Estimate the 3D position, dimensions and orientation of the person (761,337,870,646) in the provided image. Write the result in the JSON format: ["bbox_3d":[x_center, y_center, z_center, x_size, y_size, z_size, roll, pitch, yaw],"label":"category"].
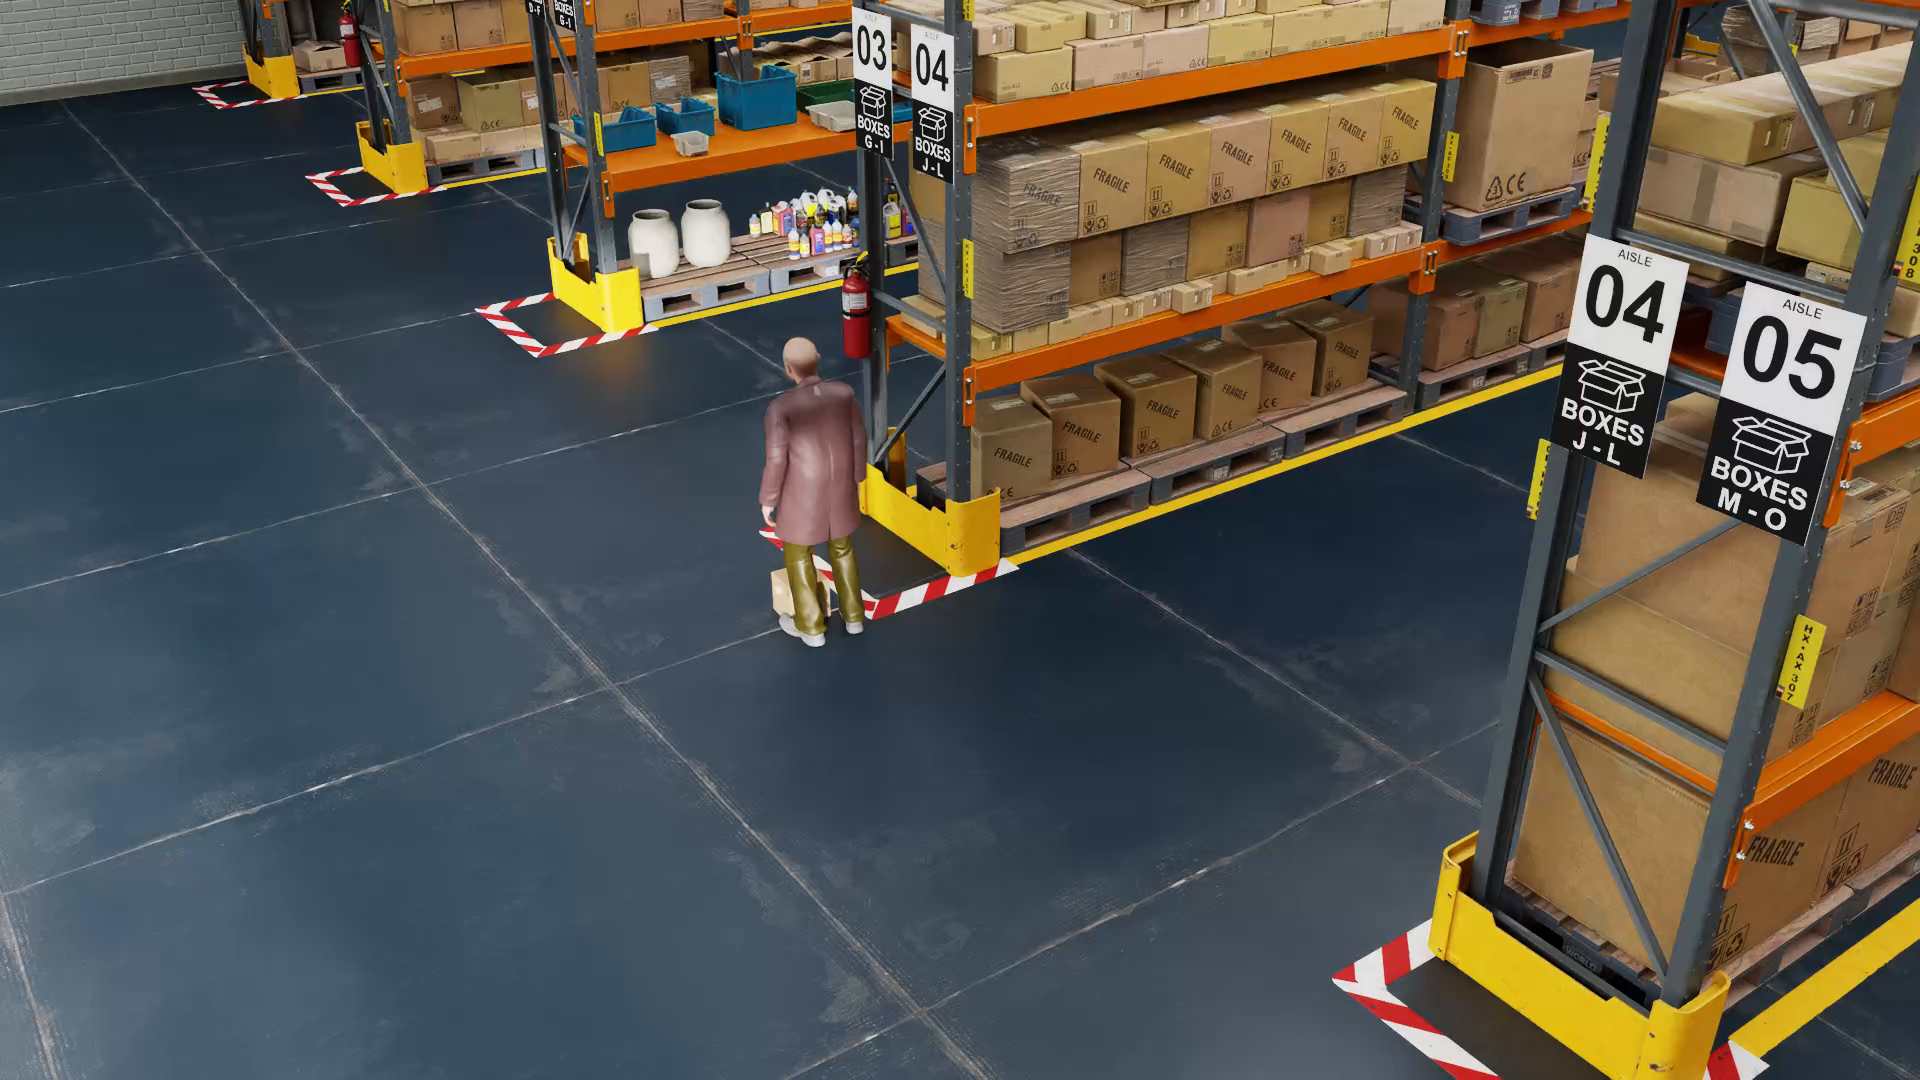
[{"bbox_3d":[-0.789,-0.264,9.131,0.643,1.774,0.421,-16,32,-27],"label":"person"}]
